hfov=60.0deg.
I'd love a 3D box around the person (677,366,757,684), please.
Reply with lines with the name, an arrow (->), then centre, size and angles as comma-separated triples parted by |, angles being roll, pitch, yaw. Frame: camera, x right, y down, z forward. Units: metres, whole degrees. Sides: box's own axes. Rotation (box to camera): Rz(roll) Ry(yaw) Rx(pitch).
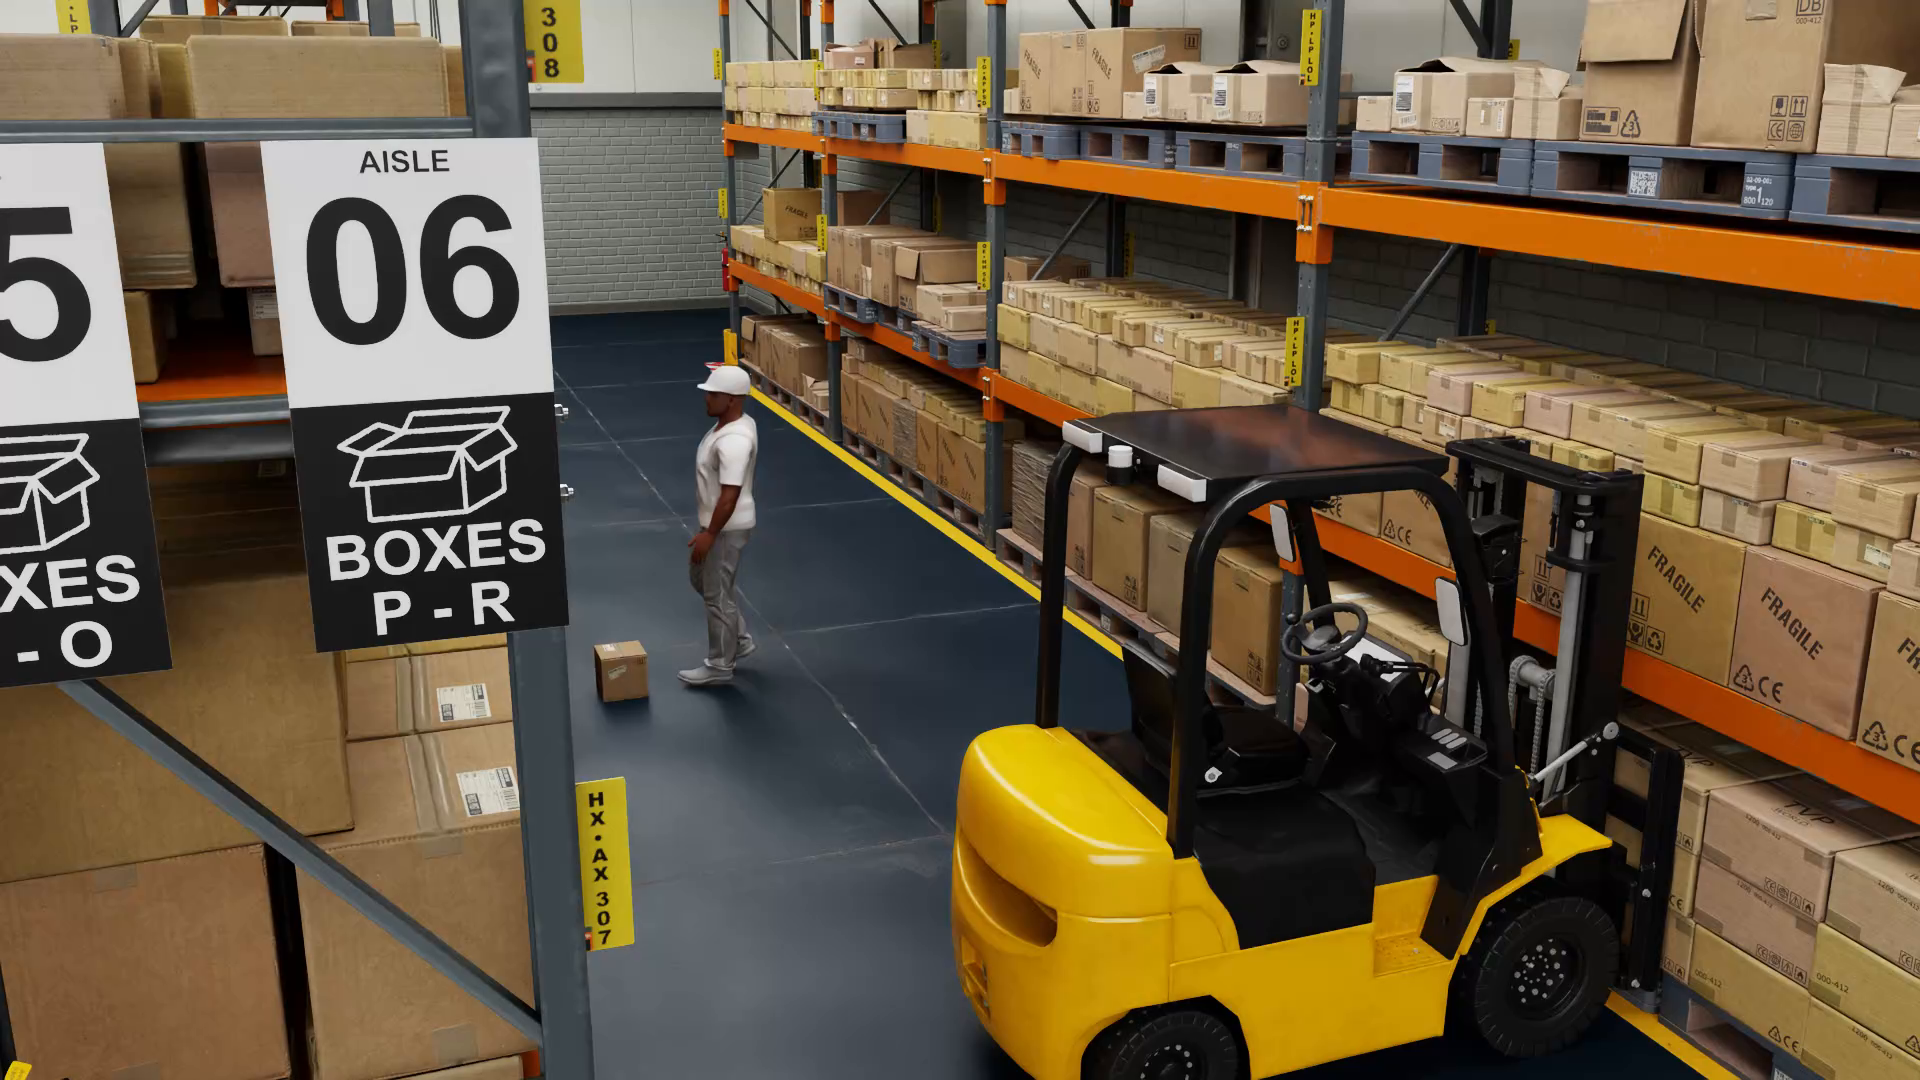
person -> -1.348, -0.065, 9.180 | 0.487, 1.809, 0.620 | -2, 16, -7
